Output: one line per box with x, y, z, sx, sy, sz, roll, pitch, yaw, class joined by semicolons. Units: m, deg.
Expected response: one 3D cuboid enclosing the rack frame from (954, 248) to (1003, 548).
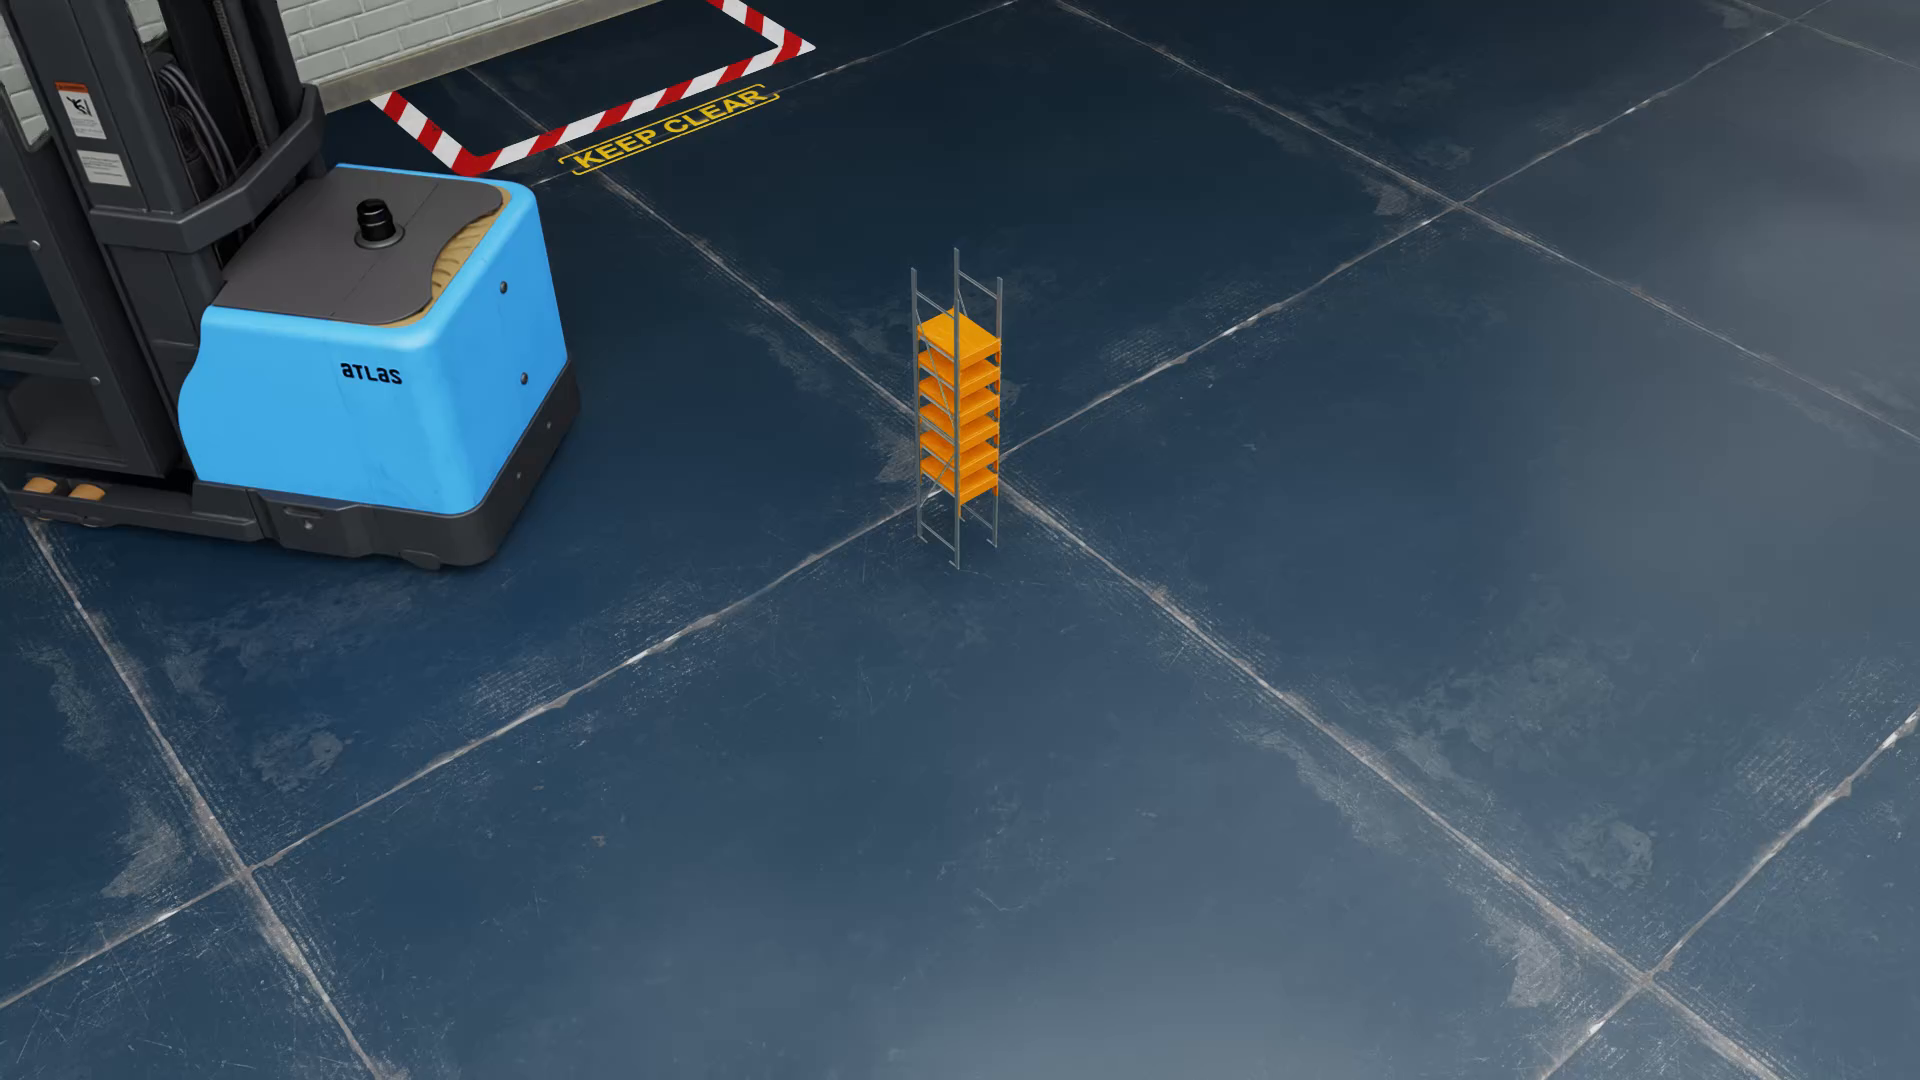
0.059;-0.471;5.875;0.006;1.200;0.240;-30;51;-28;rack frame

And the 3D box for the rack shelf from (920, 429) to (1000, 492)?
-0.011;-0.311;5.945;0.180;0.103;0.258;-30;51;-28;rack shelf

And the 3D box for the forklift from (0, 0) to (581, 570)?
-3.103;-1.463;5.666;3.031;2.935;1.130;8;44;8;forklift

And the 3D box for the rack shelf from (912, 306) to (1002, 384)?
-0.011;-0.661;5.616;0.180;0.103;0.258;-30;51;-28;rack shelf

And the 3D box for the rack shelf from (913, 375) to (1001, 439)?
-0.011;-0.486;5.781;0.180;0.103;0.258;-30;51;-28;rack shelf

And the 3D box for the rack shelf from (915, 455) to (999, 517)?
-0.011;-0.224;6.027;0.180;0.103;0.258;-30;51;-28;rack shelf

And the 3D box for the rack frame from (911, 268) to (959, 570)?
-0.081;-0.391;5.790;0.006;1.200;0.240;-30;51;-28;rack frame

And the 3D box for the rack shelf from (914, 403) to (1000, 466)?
-0.011;-0.399;5.863;0.180;0.103;0.258;-30;51;-28;rack shelf

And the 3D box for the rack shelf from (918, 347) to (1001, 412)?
-0.011;-0.574;5.699;0.180;0.103;0.258;-30;51;-28;rack shelf

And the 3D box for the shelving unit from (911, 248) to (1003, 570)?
-0.011;-0.431;5.832;0.189;1.200;0.258;-30;51;-28;shelving unit
